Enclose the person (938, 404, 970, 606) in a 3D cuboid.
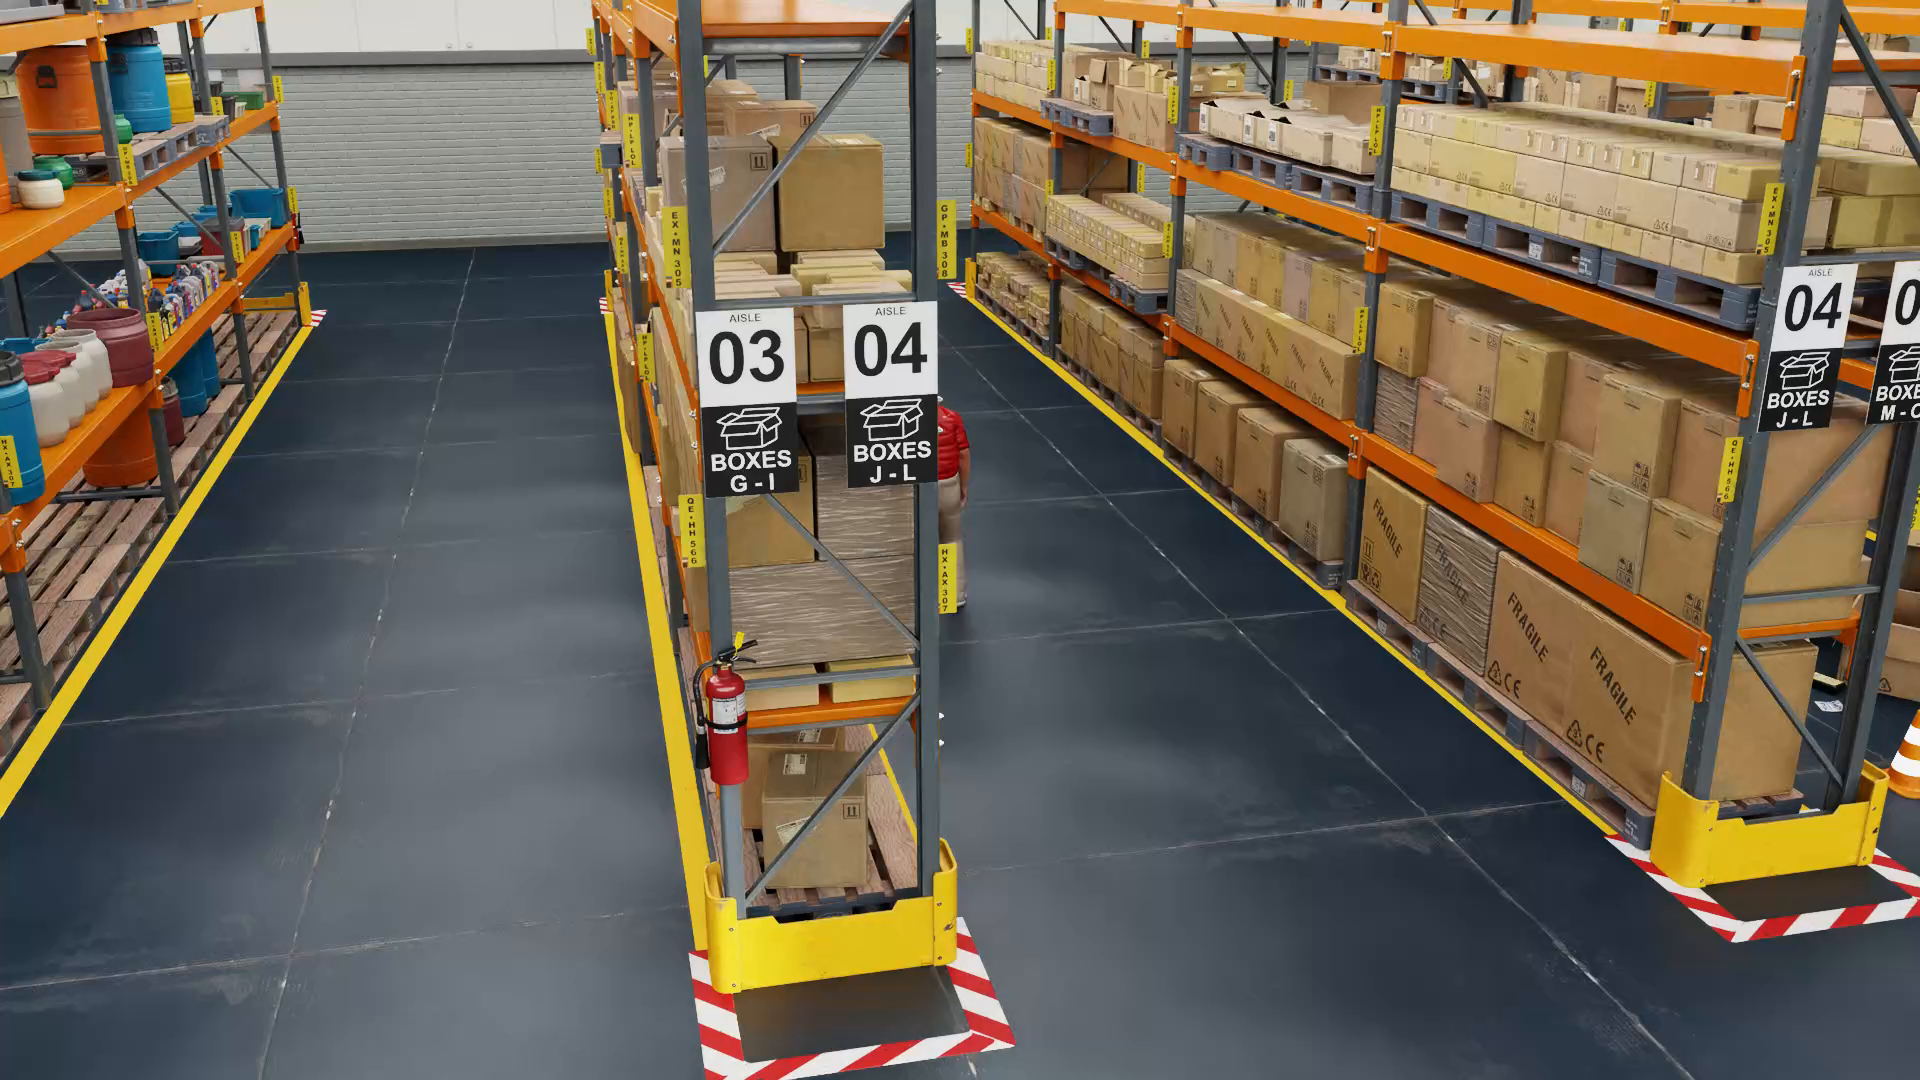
[{"bbox_3d":[-0.208,-0.337,12.042,0.608,1.726,0.394,-7,21,-19],"label":"person"}]
